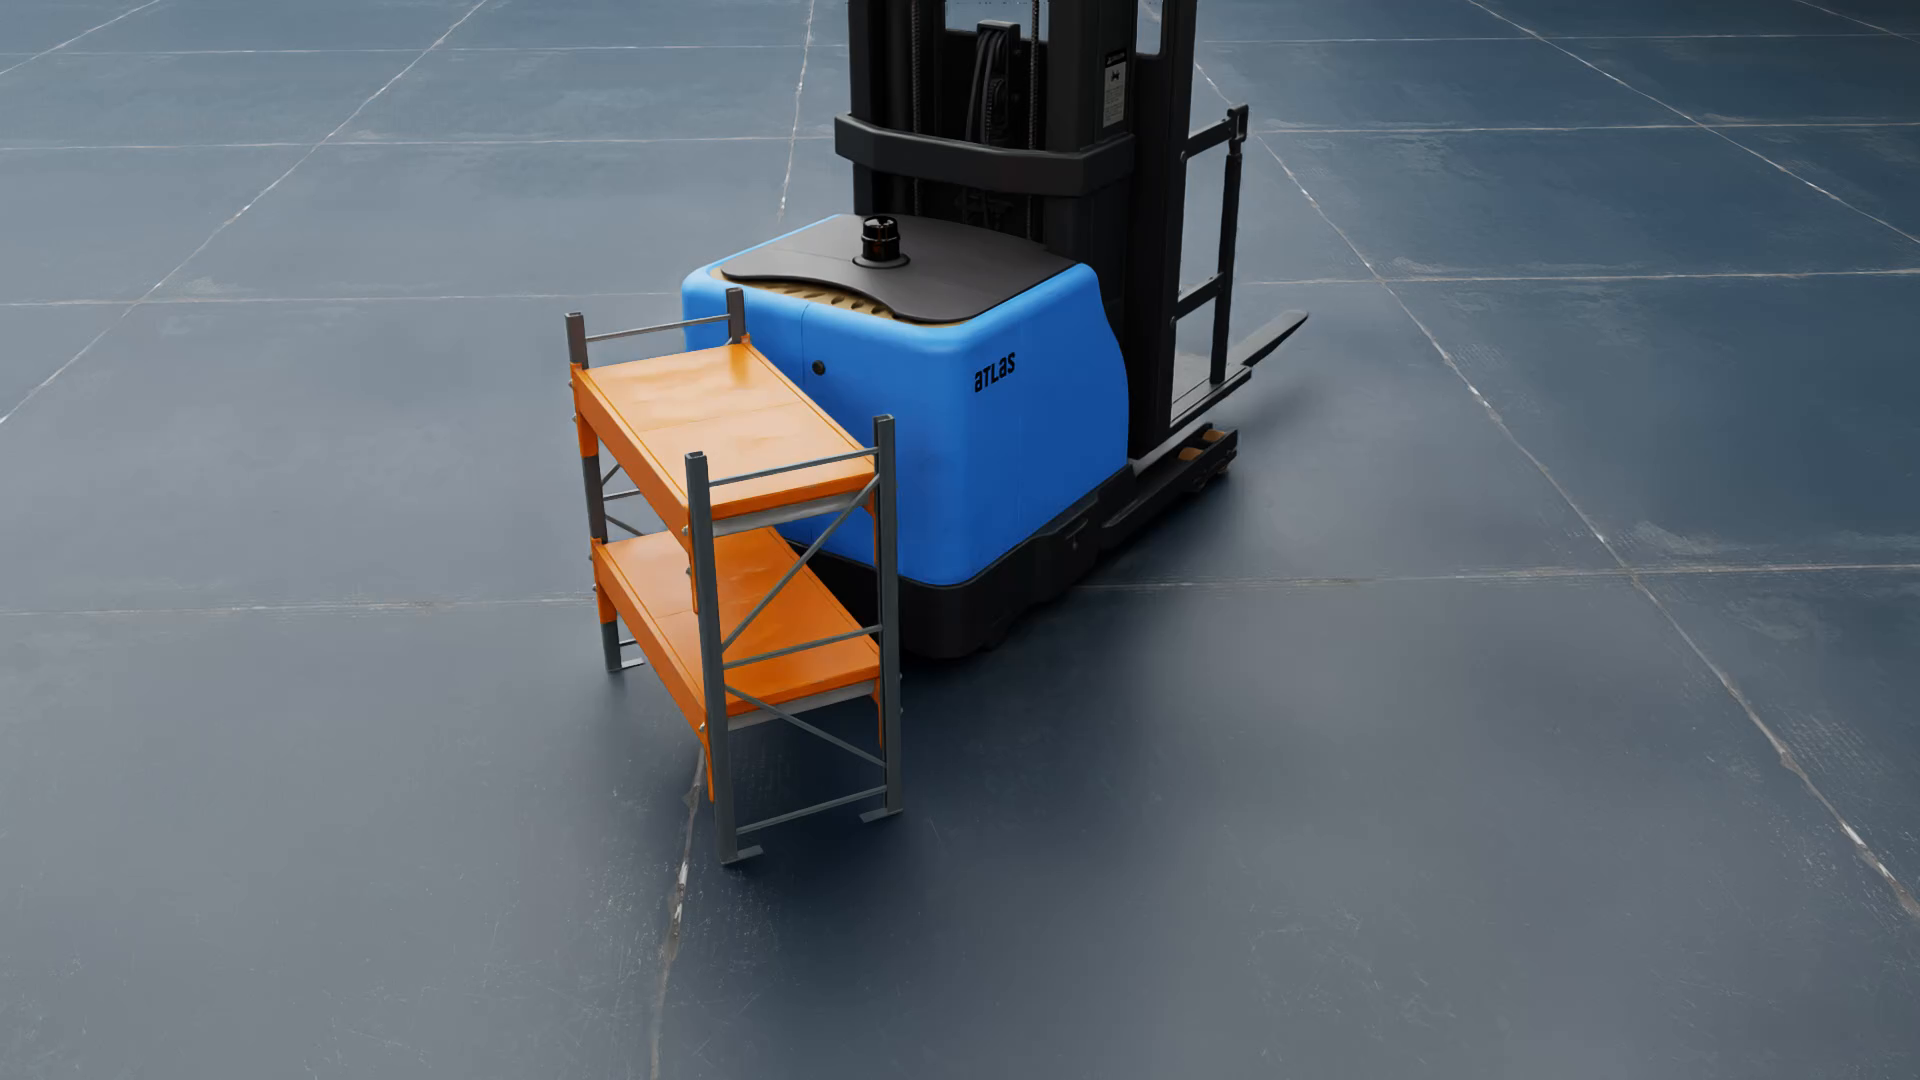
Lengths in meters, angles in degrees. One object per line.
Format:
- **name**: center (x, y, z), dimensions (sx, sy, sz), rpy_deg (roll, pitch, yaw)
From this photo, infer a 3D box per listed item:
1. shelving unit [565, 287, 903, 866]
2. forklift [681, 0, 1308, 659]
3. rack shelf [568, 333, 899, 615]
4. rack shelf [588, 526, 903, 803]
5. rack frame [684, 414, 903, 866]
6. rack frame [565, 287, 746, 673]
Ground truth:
- **shelving unit**: center (-0.609, 0.052, 4.434), dimensions (0.538, 1.125, 1.048), rpy_deg (-13, 30, -23)
- **forklift**: center (0.382, -1.582, 5.613), dimensions (1.130, 2.935, 3.031), rpy_deg (17, 32, 29)
- **rack shelf**: center (-0.609, -0.208, 4.299), dimensions (0.538, 0.278, 1.000), rpy_deg (-13, 30, -23)
- **rack shelf**: center (-0.609, 0.269, 4.547), dimensions (0.538, 0.278, 1.000), rpy_deg (-13, 30, -23)
- **rack frame**: center (-0.381, 0.262, 4.031), dimensions (0.500, 1.125, 0.032), rpy_deg (-13, 30, -23)
- **rack frame**: center (-0.838, -0.158, 4.837), dimensions (0.500, 1.125, 0.032), rpy_deg (-13, 30, -23)
